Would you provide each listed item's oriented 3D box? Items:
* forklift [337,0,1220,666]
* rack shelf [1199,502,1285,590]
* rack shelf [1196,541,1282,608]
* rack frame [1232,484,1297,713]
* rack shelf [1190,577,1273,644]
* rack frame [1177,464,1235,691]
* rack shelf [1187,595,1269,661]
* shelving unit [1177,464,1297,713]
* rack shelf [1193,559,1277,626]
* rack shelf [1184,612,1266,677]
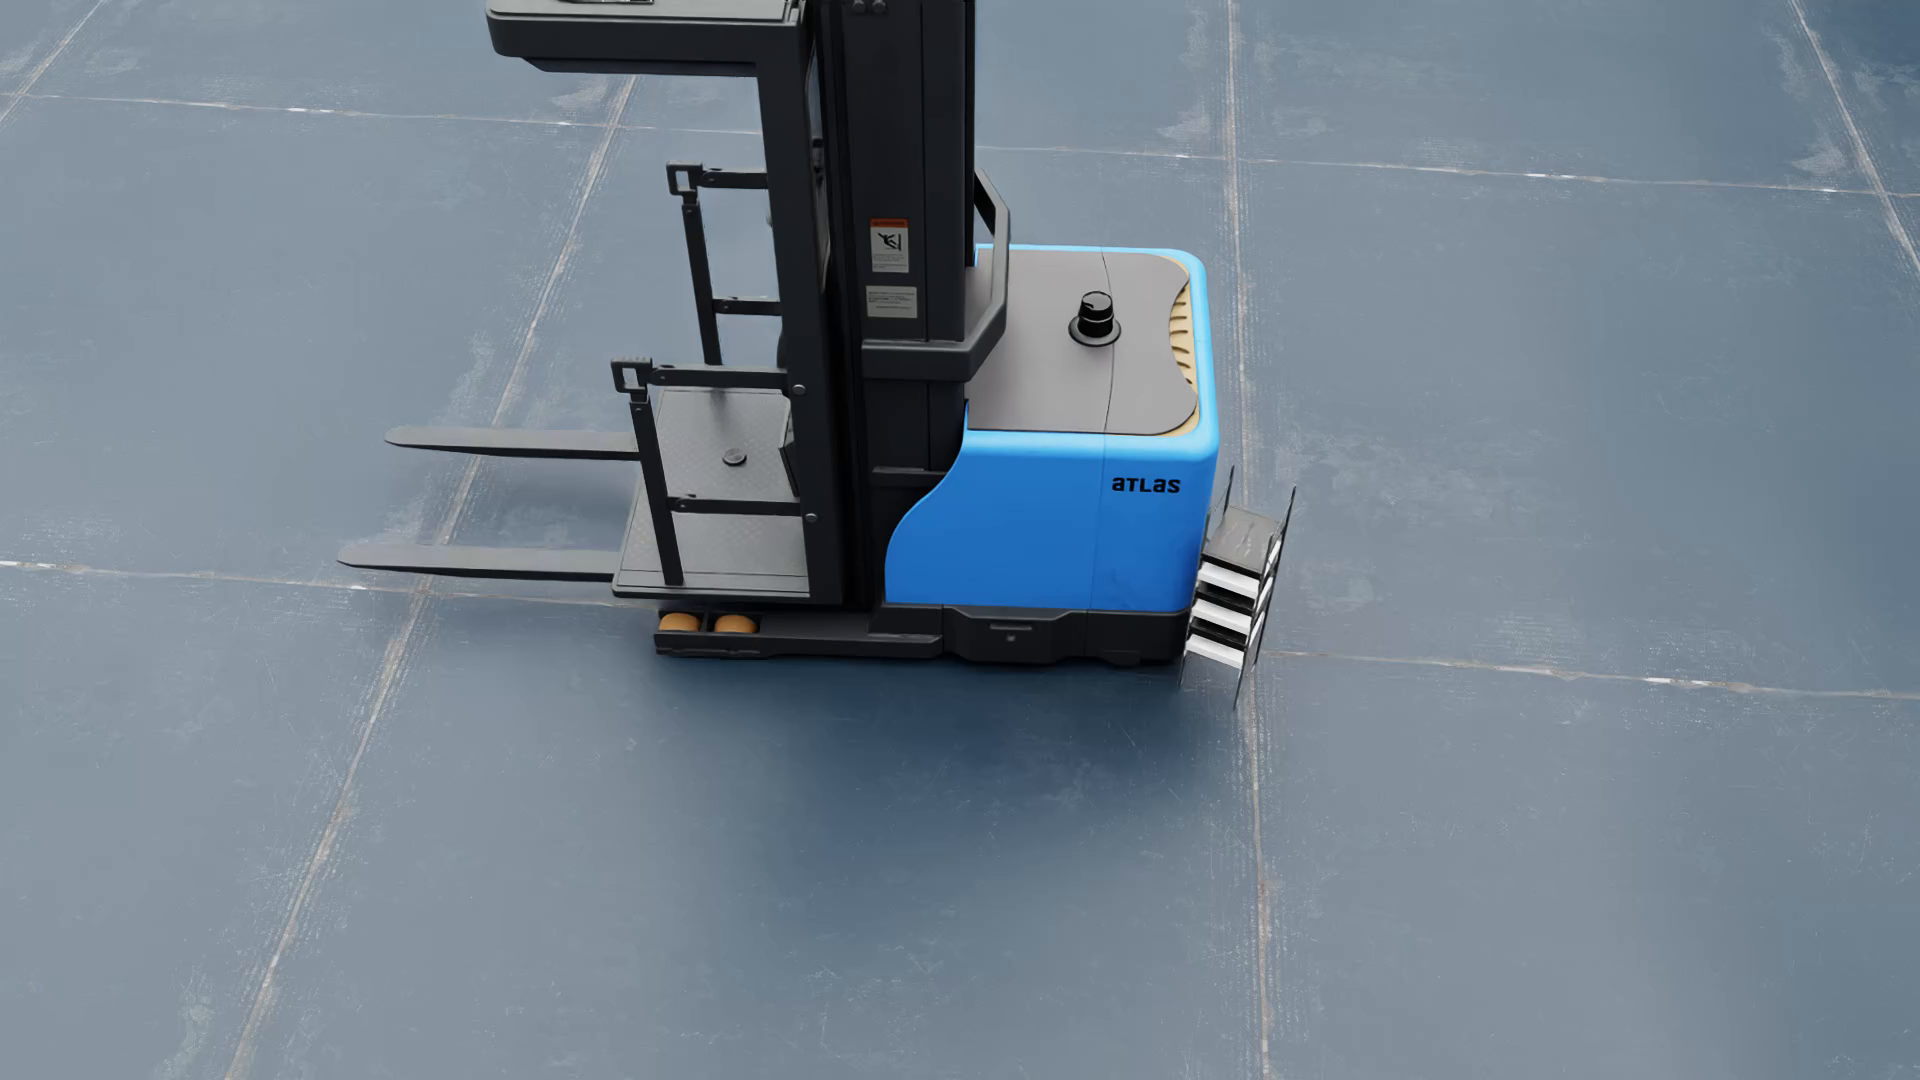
[{"bbox_3d":[-0.680,-0.960,5.142,3.031,2.935,1.130,2,48,2],"label":"forklift"},{"bbox_3d":[0.903,0.017,5.303,0.200,0.077,0.258,20,51,17],"label":"rack shelf"},{"bbox_3d":[0.903,0.077,5.370,0.200,0.077,0.258,20,51,17],"label":"rack shelf"},{"bbox_3d":[0.993,0.209,5.449,0.006,0.900,0.240,20,51,17],"label":"rack frame"},{"bbox_3d":[0.901,0.198,5.503,0.200,0.077,0.258,20,51,17],"label":"rack shelf"},{"bbox_3d":[0.810,0.142,5.508,0.006,0.900,0.240,20,51,17],"label":"rack frame"},{"bbox_3d":[0.901,0.259,5.570,0.200,0.077,0.258,20,51,17],"label":"rack shelf"},{"bbox_3d":[0.902,0.176,5.478,0.210,0.900,0.258,20,51,17],"label":"shelving unit"},{"bbox_3d":[0.902,0.138,5.436,0.200,0.077,0.258,20,51,17],"label":"rack shelf"},{"bbox_3d":[0.900,0.319,5.636,0.200,0.077,0.258,20,51,17],"label":"rack shelf"}]
